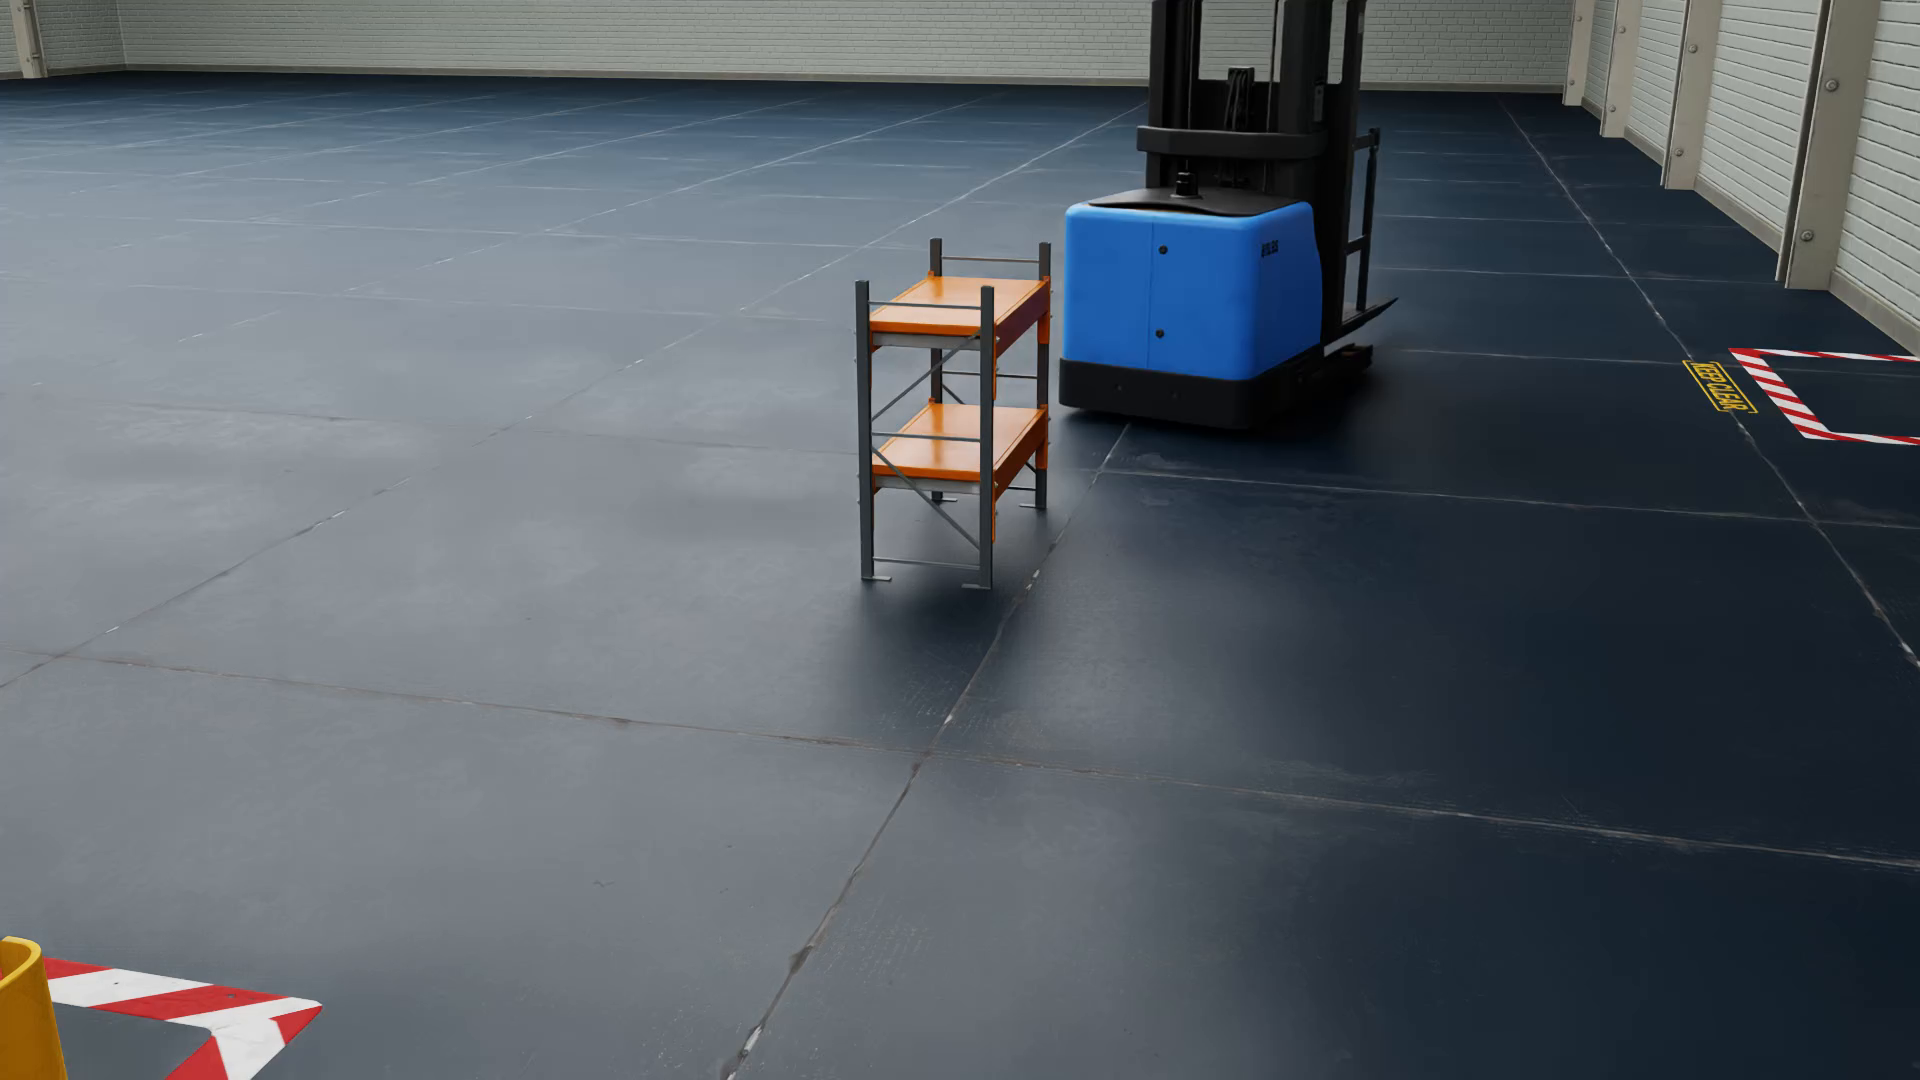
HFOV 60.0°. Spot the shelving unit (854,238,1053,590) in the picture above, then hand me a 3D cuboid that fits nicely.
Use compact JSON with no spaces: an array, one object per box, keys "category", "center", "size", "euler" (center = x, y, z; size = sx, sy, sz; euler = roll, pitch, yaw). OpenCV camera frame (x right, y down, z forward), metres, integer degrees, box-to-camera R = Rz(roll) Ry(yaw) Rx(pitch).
[{"category":"shelving unit","center":[-0.002,-0.530,6.500],"size":[0.538,1.125,1.048],"euler":[5,19,13]}]

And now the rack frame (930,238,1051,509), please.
[{"category":"rack frame","center":[0.123,-0.690,6.966],"size":[0.500,1.125,0.032],"euler":[5,19,13]}]

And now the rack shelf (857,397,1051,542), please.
[{"category":"rack shelf","center":[-0.002,-0.299,6.579],"size":[0.538,0.278,1.000],"euler":[5,19,13]}]

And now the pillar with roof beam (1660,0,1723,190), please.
[{"category":"pillar with roof beam","center":[3.452,-8.343,17.192],"size":[9.100,9.000,0.400],"euler":[5,19,13]}]

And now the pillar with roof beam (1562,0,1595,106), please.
[{"category":"pillar with roof beam","center":[6.384,-12.105,28.204],"size":[9.100,9.000,0.400],"euler":[5,19,13]}]

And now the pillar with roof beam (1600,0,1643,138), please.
[{"category":"pillar with roof beam","center":[4.918,-10.224,22.698],"size":[9.100,9.000,0.400],"euler":[5,19,13]}]

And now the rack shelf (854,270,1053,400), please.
[{"category":"rack shelf","center":[-0.002,-0.807,6.405],"size":[0.538,0.278,1.000],"euler":[5,19,13]}]

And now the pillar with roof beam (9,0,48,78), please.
[{"category":"pillar with roof beam","center":[-15.812,-13.912,33.497],"size":[9.100,9.000,0.400],"euler":[5,19,13]}]

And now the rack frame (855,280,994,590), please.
[{"category":"rack frame","center":[-0.126,-0.371,6.033],"size":[0.500,1.125,0.032],"euler":[5,19,13]}]

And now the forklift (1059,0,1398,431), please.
[{"category":"forklift","center":[1.694,-2.345,9.019],"size":[1.130,2.935,3.031],"euler":[11,22,29]}]

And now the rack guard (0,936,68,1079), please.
[{"category":"rack guard","center":[-2.237,0.975,3.060],"size":[1.175,0.500,0.348],"euler":[5,19,13]}]

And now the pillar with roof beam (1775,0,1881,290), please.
[{"category":"pillar with roof beam","center":[1.986,-6.463,11.687],"size":[9.100,9.000,0.400],"euler":[5,19,13]}]
